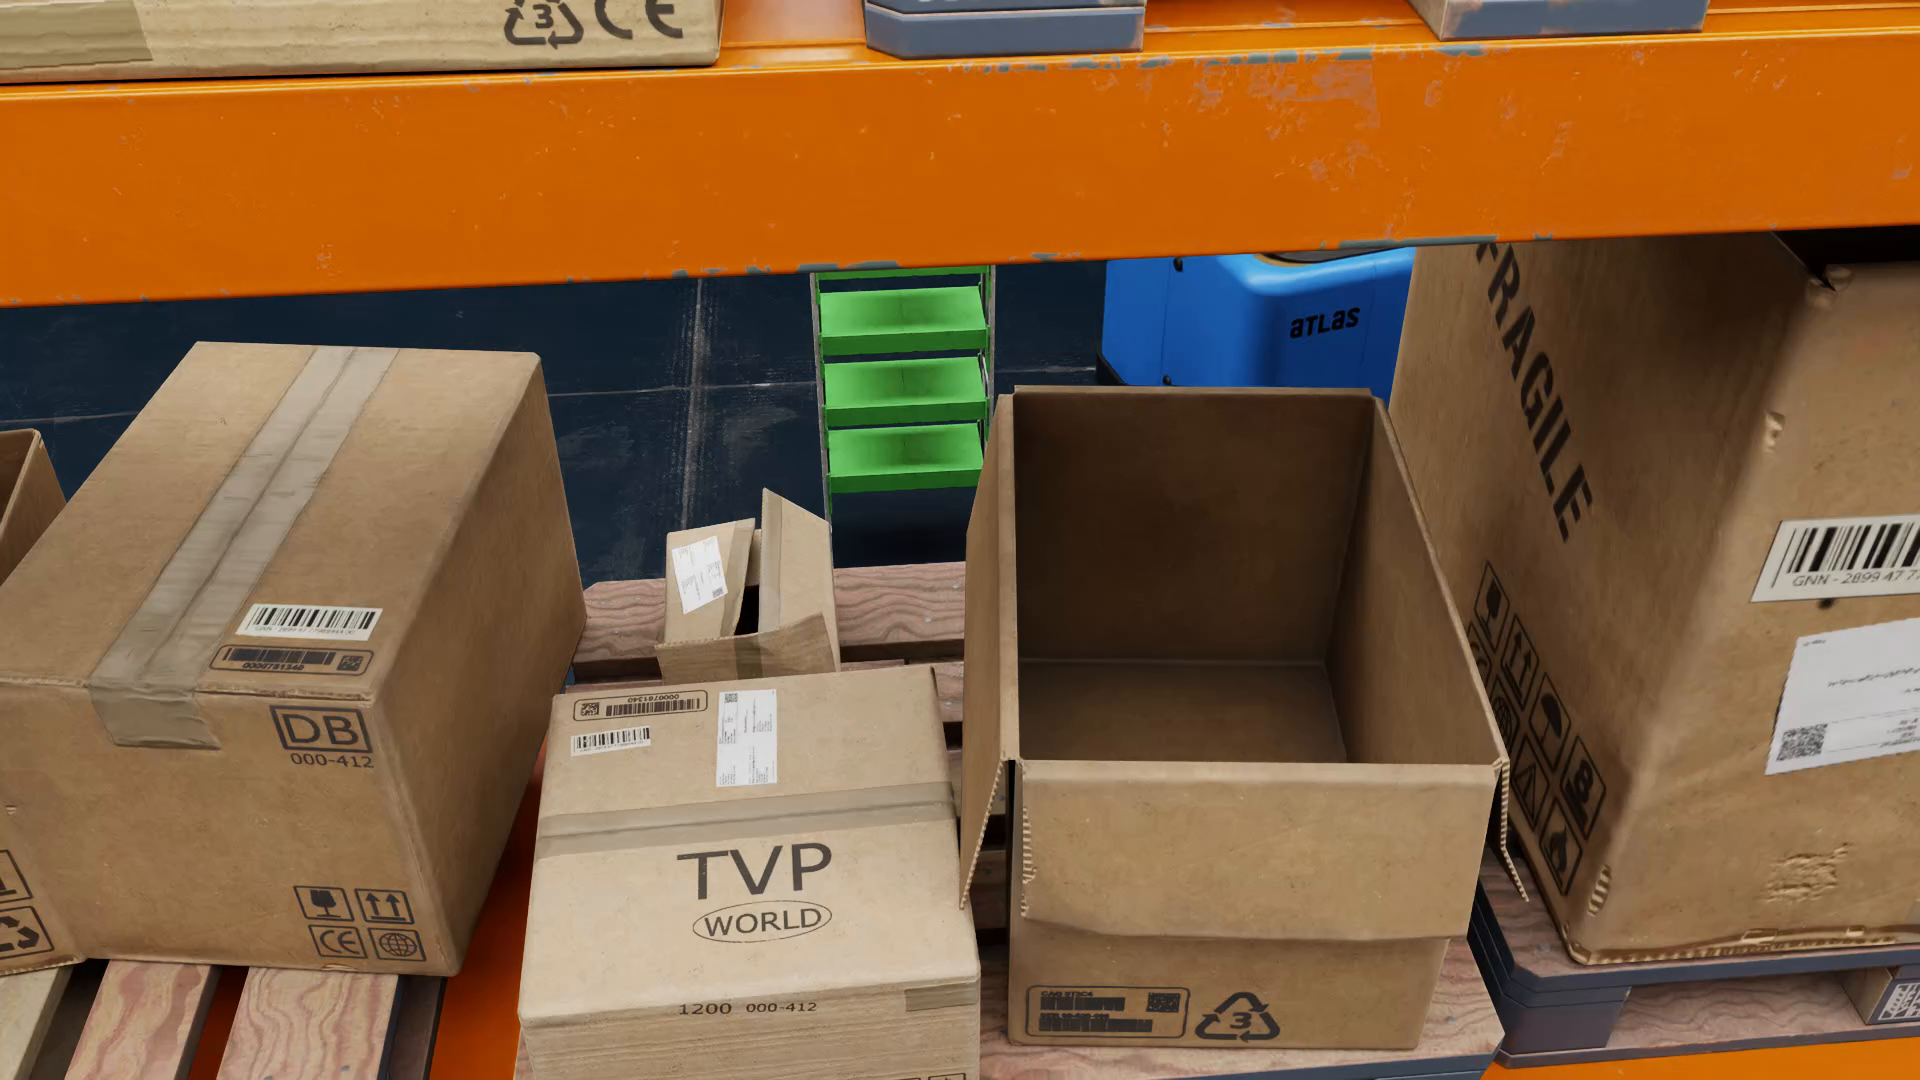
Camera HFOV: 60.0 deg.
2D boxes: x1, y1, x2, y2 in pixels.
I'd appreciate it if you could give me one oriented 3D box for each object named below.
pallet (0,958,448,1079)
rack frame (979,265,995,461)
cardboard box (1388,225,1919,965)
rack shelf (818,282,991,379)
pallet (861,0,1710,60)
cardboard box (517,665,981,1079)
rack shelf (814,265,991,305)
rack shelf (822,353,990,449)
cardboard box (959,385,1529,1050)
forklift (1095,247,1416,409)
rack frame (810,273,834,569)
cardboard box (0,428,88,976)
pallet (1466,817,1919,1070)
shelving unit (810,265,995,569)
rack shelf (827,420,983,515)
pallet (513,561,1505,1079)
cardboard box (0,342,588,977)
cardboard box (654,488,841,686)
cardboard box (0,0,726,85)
[{"bbox_3d":[-1.243,0.457,2.404,1.003,0.211,1.213,-3,38,-4],"label":"pallet"},{"bbox_3d":[0.078,-0.475,4.884,0.015,1.200,0.240,-3,38,-4],"label":"rack frame"},{"bbox_3d":[1.237,-0.176,2.229,1.000,1.000,1.000,-3,38,-4],"label":"cardboard box"},{"bbox_3d":[-0.165,-0.600,4.758,0.480,0.148,0.258,-3,38,-4],"label":"rack shelf"},{"bbox_3d":[0.383,-0.810,1.585,1.003,0.211,1.213,-3,38,-4],"label":"pallet"},{"bbox_3d":[-0.254,0.430,2.065,0.500,0.250,0.500,-4,38,-5],"label":"cardboard box"},{"bbox_3d":[-0.165,-0.789,4.609,0.480,0.148,0.258,-3,38,-4],"label":"rack shelf"},{"bbox_3d":[-0.165,-0.412,4.906,0.480,0.148,0.258,-3,38,-4],"label":"rack shelf"},{"bbox_3d":[0.322,0.214,2.135,0.637,0.503,0.797,1,38,1],"label":"cardboard box"},{"bbox_3d":[2.031,-1.583,4.890,3.031,2.935,1.130,-12,40,-15],"label":"forklift"},{"bbox_3d":[-0.408,-0.449,4.850,0.015,1.200,0.240,-3,38,-4],"label":"rack frame"},{"bbox_3d":[-1.410,0.228,2.120,0.500,0.500,0.500,-8,39,-10],"label":"cardboard box"},{"bbox_3d":[1.266,0.294,2.610,1.213,0.211,1.003,-3,38,-4],"label":"pallet"},{"bbox_3d":[-0.165,-0.462,4.867,0.503,1.200,0.258,-3,38,-4],"label":"shelving unit"},{"bbox_3d":[-0.165,-0.223,5.055,0.480,0.148,0.258,-3,38,-4],"label":"rack shelf"},{"bbox_3d":[0.024,0.428,2.441,1.213,0.211,1.003,-3,38,-4],"label":"pallet"},{"bbox_3d":[-0.862,0.136,2.237,0.500,0.500,0.700,2,38,3],"label":"cardboard box"},{"bbox_3d":[-0.307,0.116,2.451,0.258,0.266,0.396,-4,38,-5],"label":"cardboard box"},{"bbox_3d":[-0.431,-0.563,1.242,0.500,0.250,0.500,-2,38,-3],"label":"cardboard box"}]
